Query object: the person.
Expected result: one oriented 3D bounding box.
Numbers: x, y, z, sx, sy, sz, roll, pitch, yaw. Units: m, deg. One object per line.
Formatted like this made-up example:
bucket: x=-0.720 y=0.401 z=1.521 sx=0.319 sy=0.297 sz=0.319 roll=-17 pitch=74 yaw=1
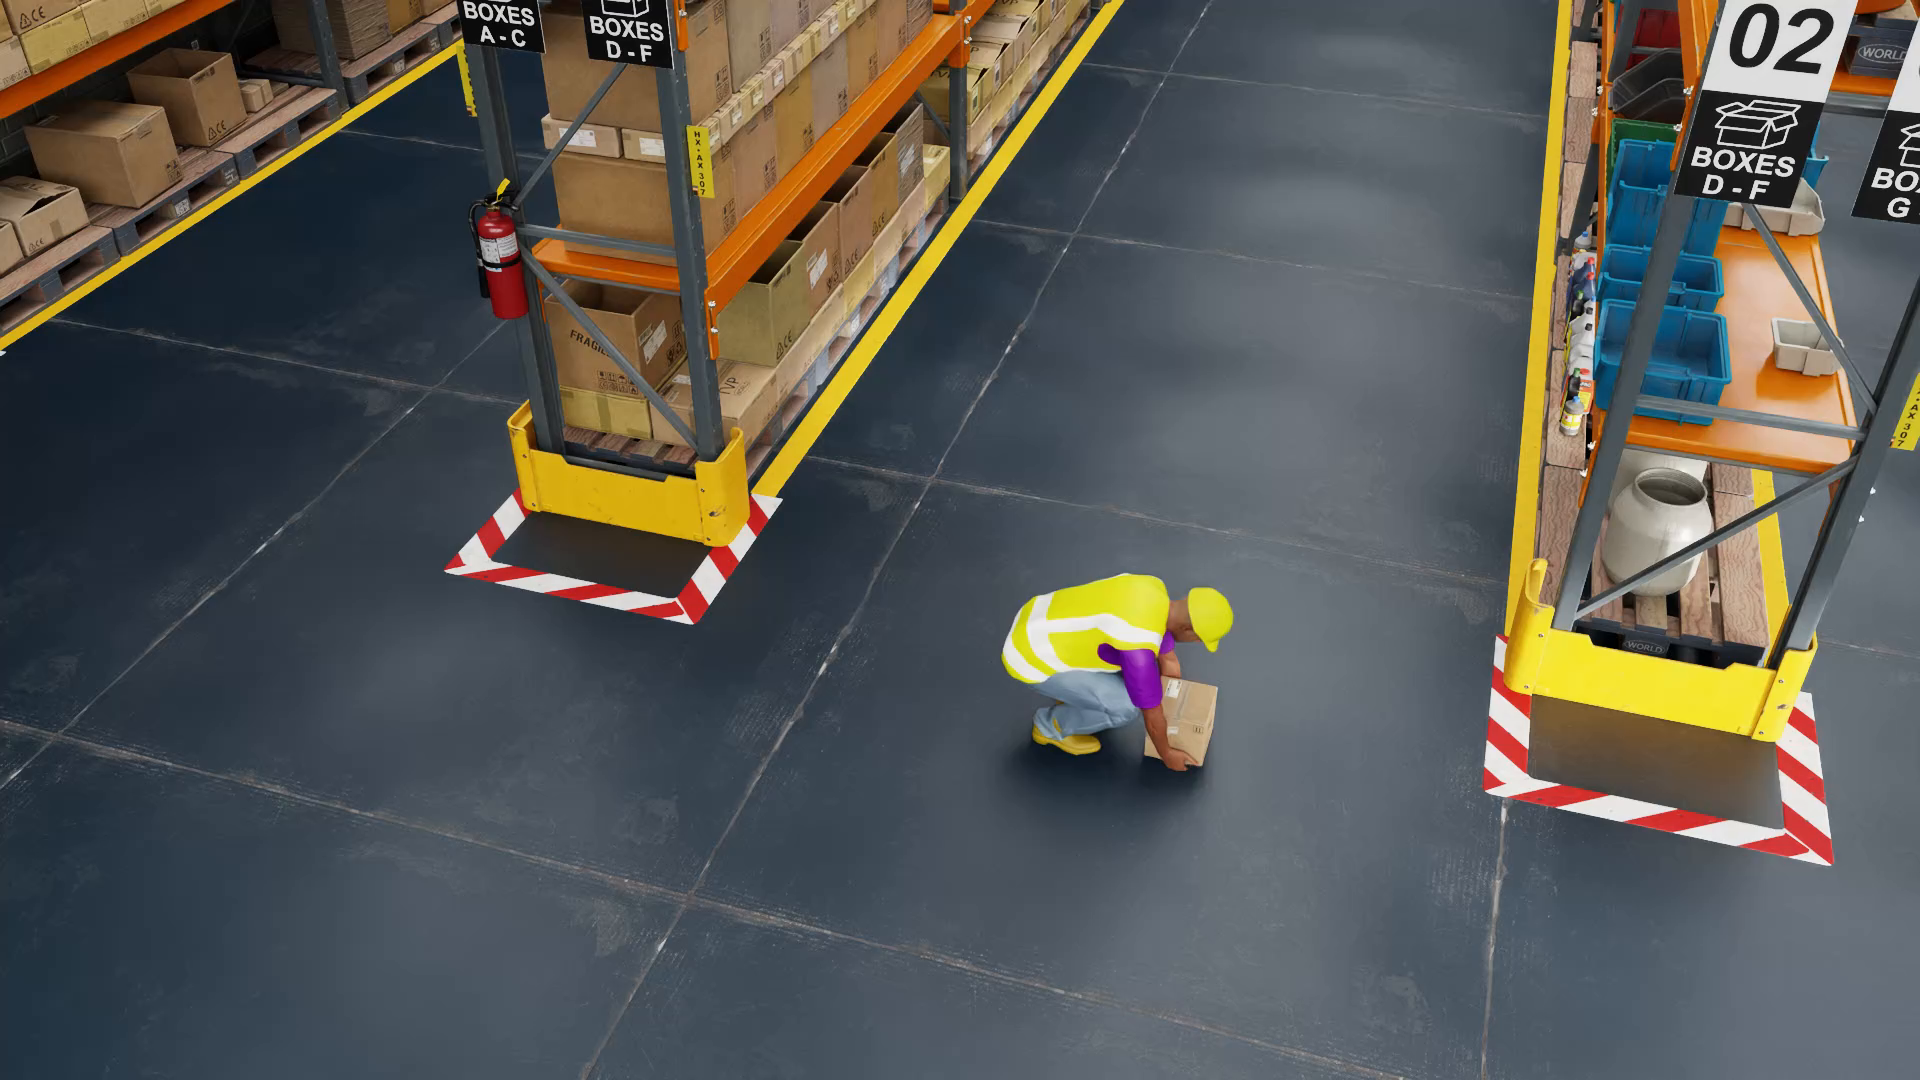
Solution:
person: x=0.657 y=0.524 z=7.049 sx=0.929 sy=0.896 sz=0.546 roll=10 pitch=38 yaw=13
